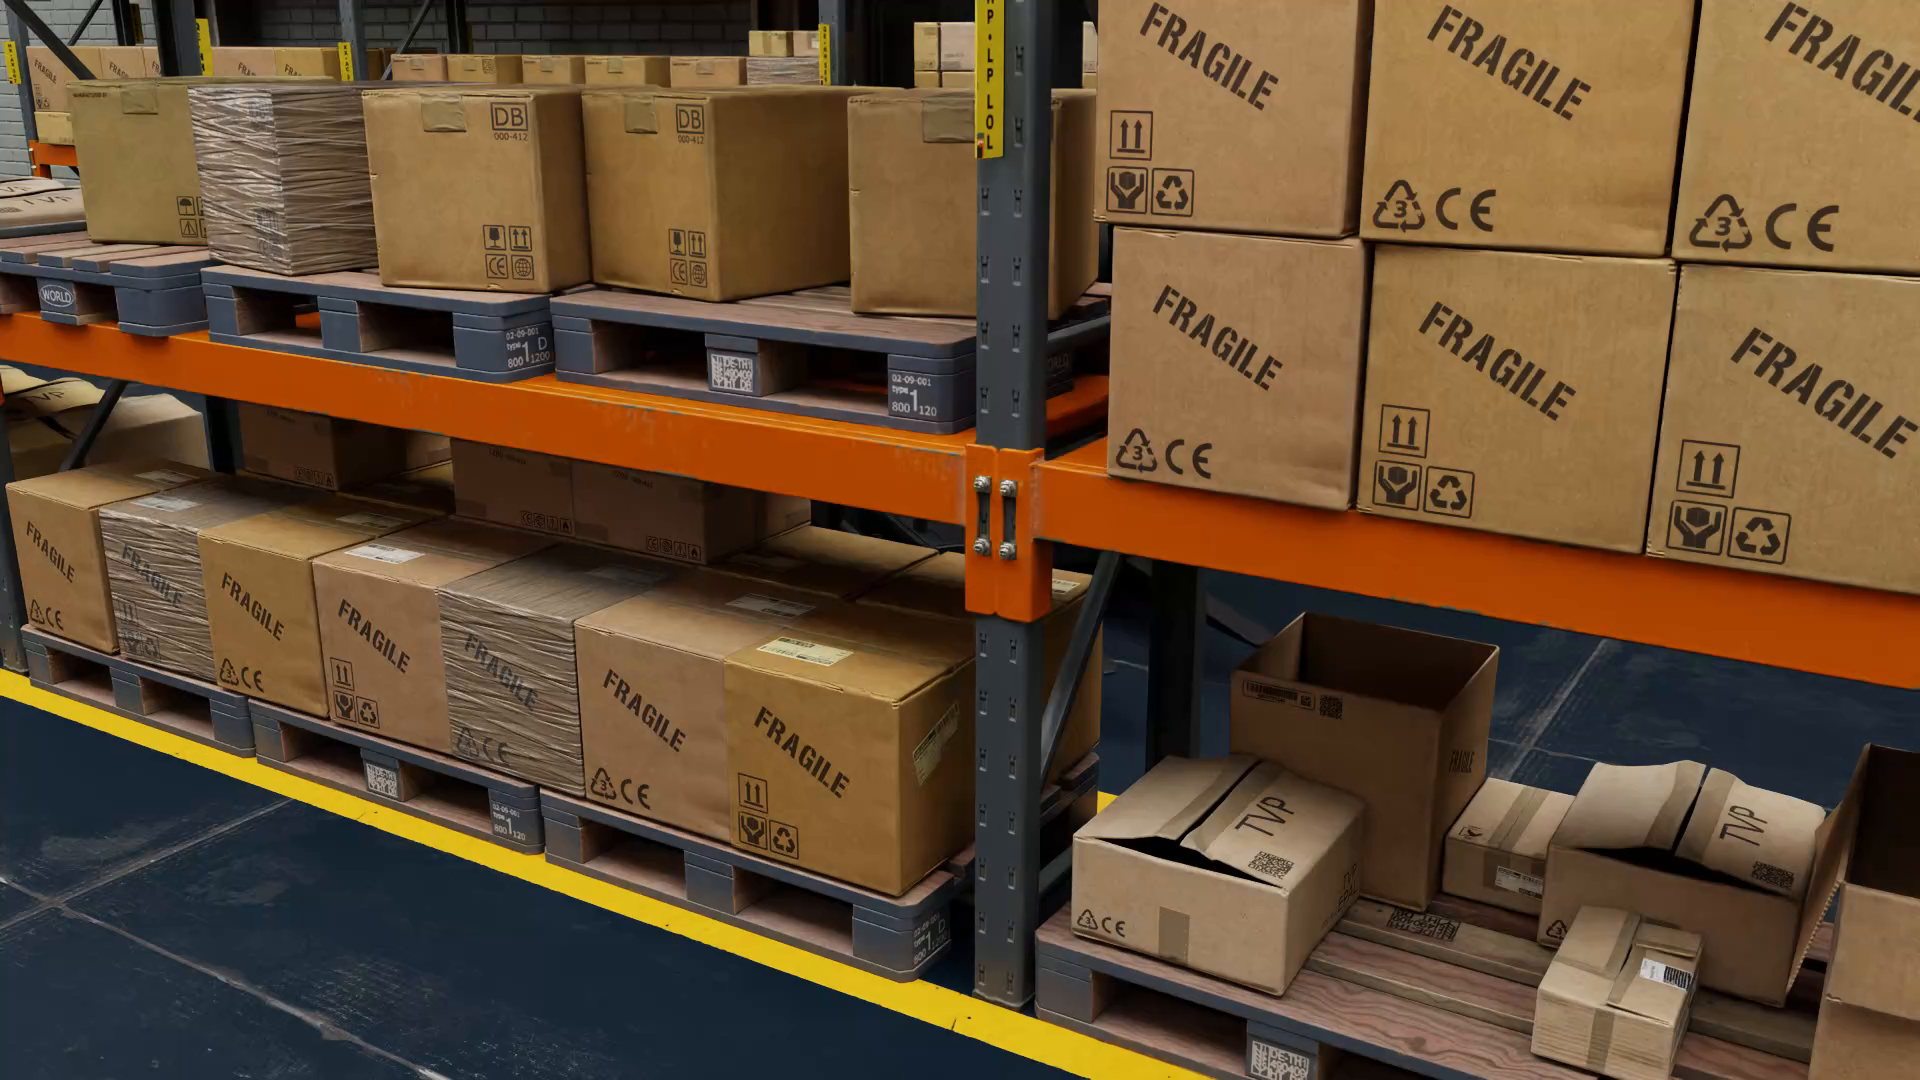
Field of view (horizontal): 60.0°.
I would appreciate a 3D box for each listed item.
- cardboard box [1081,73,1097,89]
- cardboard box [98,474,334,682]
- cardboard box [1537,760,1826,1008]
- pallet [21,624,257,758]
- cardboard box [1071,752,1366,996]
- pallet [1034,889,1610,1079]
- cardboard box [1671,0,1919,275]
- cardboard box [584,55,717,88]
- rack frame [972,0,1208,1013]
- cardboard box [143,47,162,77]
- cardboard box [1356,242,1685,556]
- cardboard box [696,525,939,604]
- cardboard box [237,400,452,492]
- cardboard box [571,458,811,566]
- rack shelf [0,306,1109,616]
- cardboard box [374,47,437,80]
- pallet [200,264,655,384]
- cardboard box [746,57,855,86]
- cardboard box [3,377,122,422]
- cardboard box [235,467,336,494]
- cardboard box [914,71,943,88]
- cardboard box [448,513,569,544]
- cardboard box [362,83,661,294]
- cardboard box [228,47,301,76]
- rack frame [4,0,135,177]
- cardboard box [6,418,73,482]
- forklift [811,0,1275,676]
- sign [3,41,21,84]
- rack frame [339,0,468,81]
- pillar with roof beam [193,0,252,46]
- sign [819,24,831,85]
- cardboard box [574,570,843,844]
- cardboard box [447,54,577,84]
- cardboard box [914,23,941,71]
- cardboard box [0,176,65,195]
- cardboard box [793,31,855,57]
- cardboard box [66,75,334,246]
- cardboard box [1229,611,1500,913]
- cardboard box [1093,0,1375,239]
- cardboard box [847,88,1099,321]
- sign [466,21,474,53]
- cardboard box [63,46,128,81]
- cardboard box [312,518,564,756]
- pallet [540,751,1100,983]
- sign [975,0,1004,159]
[{"bbox_3d":[0.669,-2.225,8.826,0.500,0.500,0.500,10,20,30],"label":"cardboard box"},{"bbox_3d":[-2.377,0.111,5.398,0.500,0.500,0.500,9,19,28],"label":"cardboard box"},{"bbox_3d":[1.617,0.722,3.711,0.500,0.311,0.500,10,20,30],"label":"cardboard box"},{"bbox_3d":[-2.448,0.365,5.818,1.213,0.211,1.003,10,20,30],"label":"pallet"},{"bbox_3d":[0.589,0.709,3.754,0.500,0.311,0.500,10,20,30],"label":"cardboard box"},{"bbox_3d":[0.929,0.955,3.875,1.213,0.211,1.003,10,20,30],"label":"pallet"},{"bbox_3d":[1.476,-0.712,2.673,0.500,0.500,0.500,9,19,28],"label":"cardboard box"},{"bbox_3d":[-1.954,-2.831,10.612,0.500,0.500,0.700,10,20,30],"label":"cardboard box"},{"bbox_3d":[0.344,-0.484,3.814,0.127,3.000,1.000,10,20,30],"label":"rack frame"},{"bbox_3d":[-5.744,-3.453,12.521,0.500,0.500,0.500,11,20,32],"label":"cardboard box"},{"bbox_3d":[1.074,-0.310,3.068,0.500,0.500,0.500,11,20,31],"label":"cardboard box"},{"bbox_3d":[-0.401,0.289,4.812,0.500,0.500,0.500,10,20,31],"label":"cardboard box"},{"bbox_3d":[-2.094,-0.374,5.706,0.500,0.250,0.500,11,20,32],"label":"cardboard box"},{"bbox_3d":[-0.793,-0.143,4.946,0.500,0.250,0.500,10,20,30],"label":"cardboard box"},{"bbox_3d":[-1.360,-0.444,4.920,4.000,0.370,1.077,10,20,30],"label":"rack shelf"},{"bbox_3d":[-4.175,-3.348,12.176,0.500,0.500,0.500,10,19,29],"label":"cardboard box"},{"bbox_3d":[-1.405,-0.706,4.875,1.213,0.211,1.003,10,20,30],"label":"pallet"},{"bbox_3d":[-0.881,-2.647,10.007,0.500,0.500,0.700,8,18,24],"label":"cardboard box"},{"bbox_3d":[-3.809,-0.476,6.832,0.500,0.311,0.500,10,19,29],"label":"cardboard box"},{"bbox_3d":[-2.145,-0.023,5.840,0.500,0.500,0.500,11,20,32],"label":"cardboard box"},{"bbox_3d":[-0.195,-2.382,9.345,0.500,0.500,0.500,11,20,32],"label":"cardboard box"},{"bbox_3d":[-1.253,0.134,5.322,0.500,0.500,0.500,9,19,28],"label":"cardboard box"},{"bbox_3d":[-1.194,-0.986,4.573,0.500,0.500,0.700,5,18,16],"label":"cardboard box"},{"bbox_3d":[-4.877,-3.295,12.001,0.500,0.500,0.500,10,20,30],"label":"cardboard box"},{"bbox_3d":[-7.292,-3.537,13.864,0.127,3.000,1.000,10,20,30],"label":"rack frame"},{"bbox_3d":[-3.640,-0.265,6.136,0.500,0.311,0.500,11,20,31],"label":"cardboard box"},{"bbox_3d":[0.219,-1.213,6.333,1.130,2.935,3.031,-6,18,-20],"label":"forklift"},{"bbox_3d":[-7.576,-3.817,13.296,0.005,0.325,0.100,10,20,30],"label":"sign"},{"bbox_3d":[-3.884,-2.928,11.861,0.127,3.000,1.000,10,20,30],"label":"rack frame"},{"bbox_3d":[-8.496,-5.449,9.837,0.400,9.000,9.100,10,20,30],"label":"pillar with roof beam"},{"bbox_3d":[-0.751,-2.700,9.254,0.005,0.325,0.100,10,20,30],"label":"sign"},{"bbox_3d":[-0.643,0.420,4.381,0.500,0.500,0.500,10,20,30],"label":"cardboard box"},{"bbox_3d":[-2.995,-3.014,11.214,0.500,0.500,0.700,13,21,36],"label":"cardboard box"},{"bbox_3d":[-0.199,-2.741,9.236,0.500,0.250,0.500,11,20,31],"label":"cardboard box"},{"bbox_3d":[-3.725,-1.234,6.436,0.500,0.311,0.500,10,19,29],"label":"cardboard box"},{"bbox_3d":[-0.785,-2.934,9.833,0.250,0.149,0.380,7,18,23],"label":"cardboard box"},{"bbox_3d":[-2.469,-1.273,5.518,0.500,0.500,0.700,4,17,12],"label":"cardboard box"},{"bbox_3d":[0.978,0.518,4.060,0.500,0.500,0.500,10,20,30],"label":"cardboard box"},{"bbox_3d":[0.598,-0.869,3.189,0.500,0.500,0.500,11,20,31],"label":"cardboard box"},{"bbox_3d":[0.057,-0.860,4.158,0.500,0.500,0.700,4,17,12],"label":"cardboard box"},{"bbox_3d":[-3.596,-3.620,12.147,0.005,0.325,0.100,10,20,30],"label":"sign"},{"bbox_3d":[-6.627,-3.609,13.034,0.500,0.500,0.500,10,20,30],"label":"cardboard box"},{"bbox_3d":[-1.505,0.267,4.886,0.500,0.500,0.500,9,19,28],"label":"cardboard box"},{"bbox_3d":[-0.369,0.736,4.596,1.213,0.211,1.003,10,20,30],"label":"pallet"},{"bbox_3d":[0.057,-0.900,3.192,0.005,0.325,0.100,10,20,30],"label":"sign"}]
